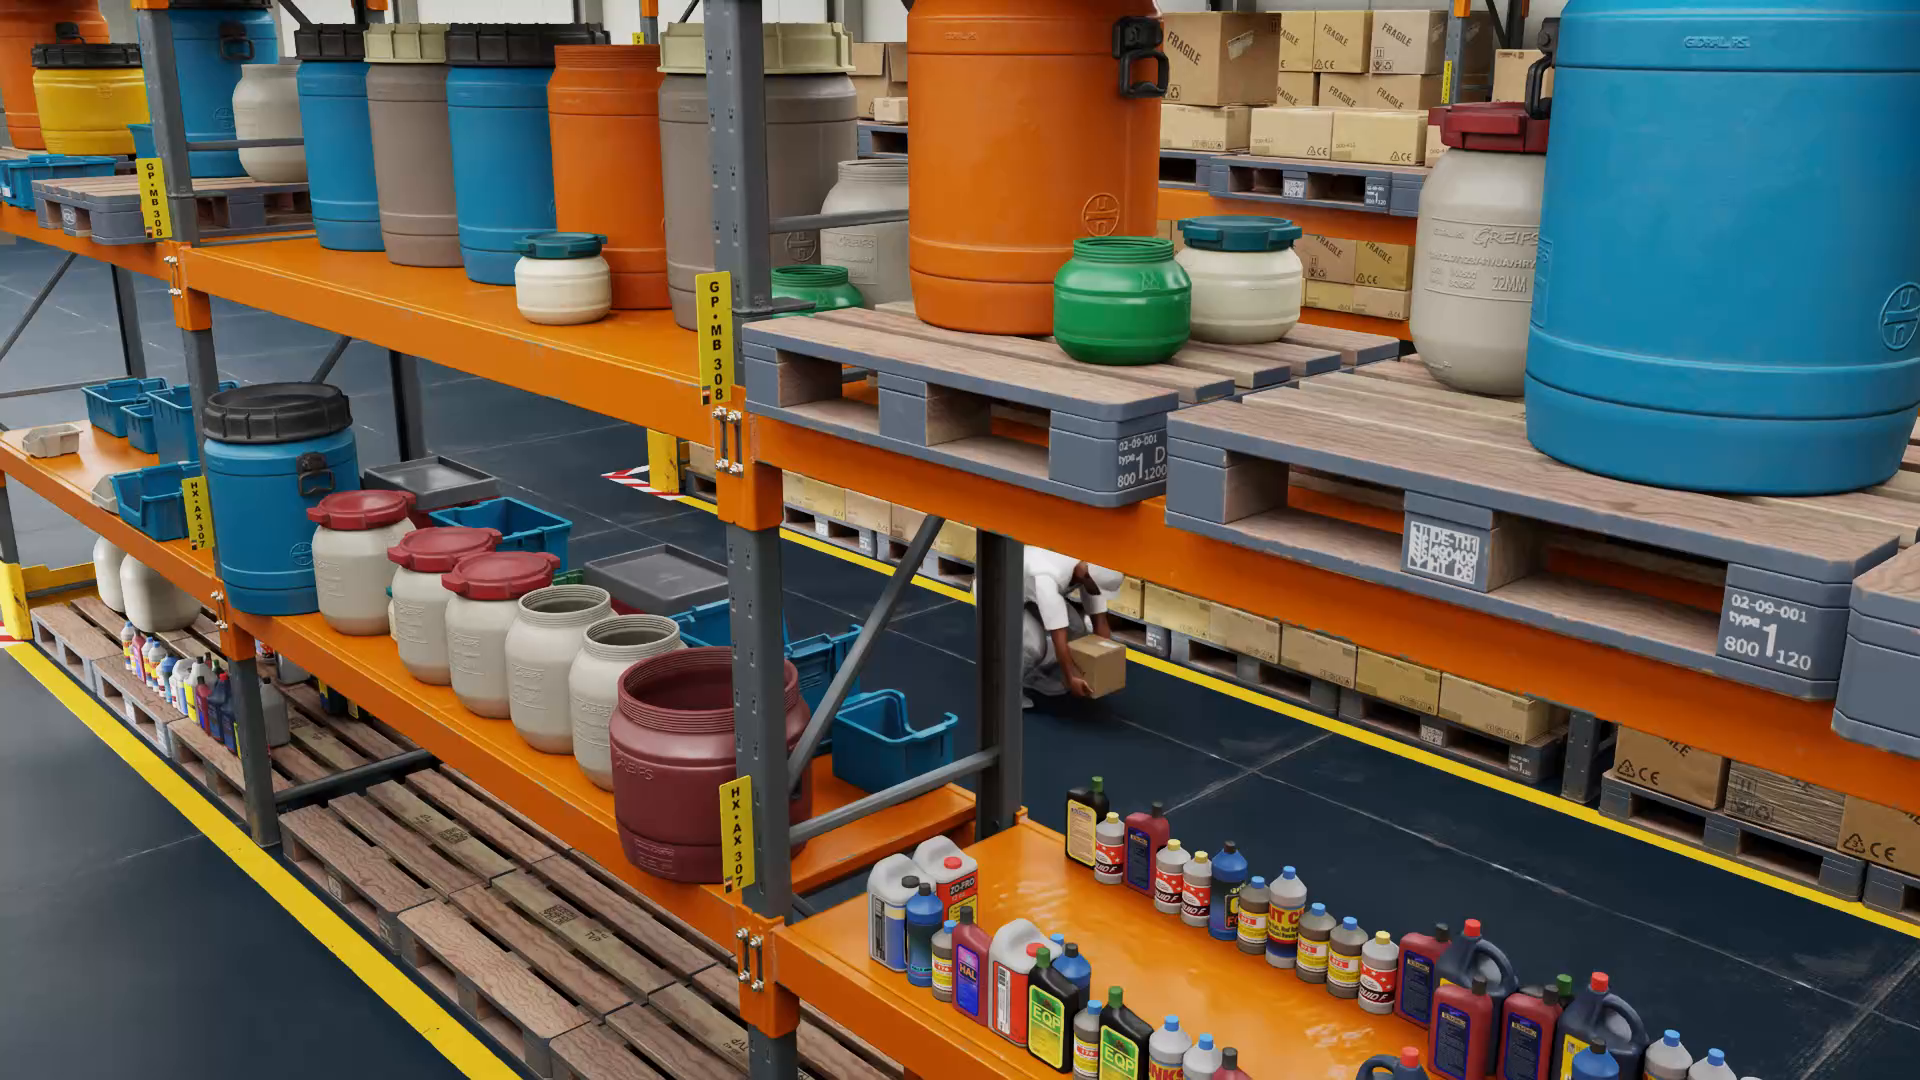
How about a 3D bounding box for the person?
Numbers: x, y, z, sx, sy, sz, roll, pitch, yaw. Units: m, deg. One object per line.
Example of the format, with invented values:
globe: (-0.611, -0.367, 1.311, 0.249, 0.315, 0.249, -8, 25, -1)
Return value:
person: (0.518, 0.453, 9.334, 0.948, 1.006, 0.526, 16, 23, 41)
